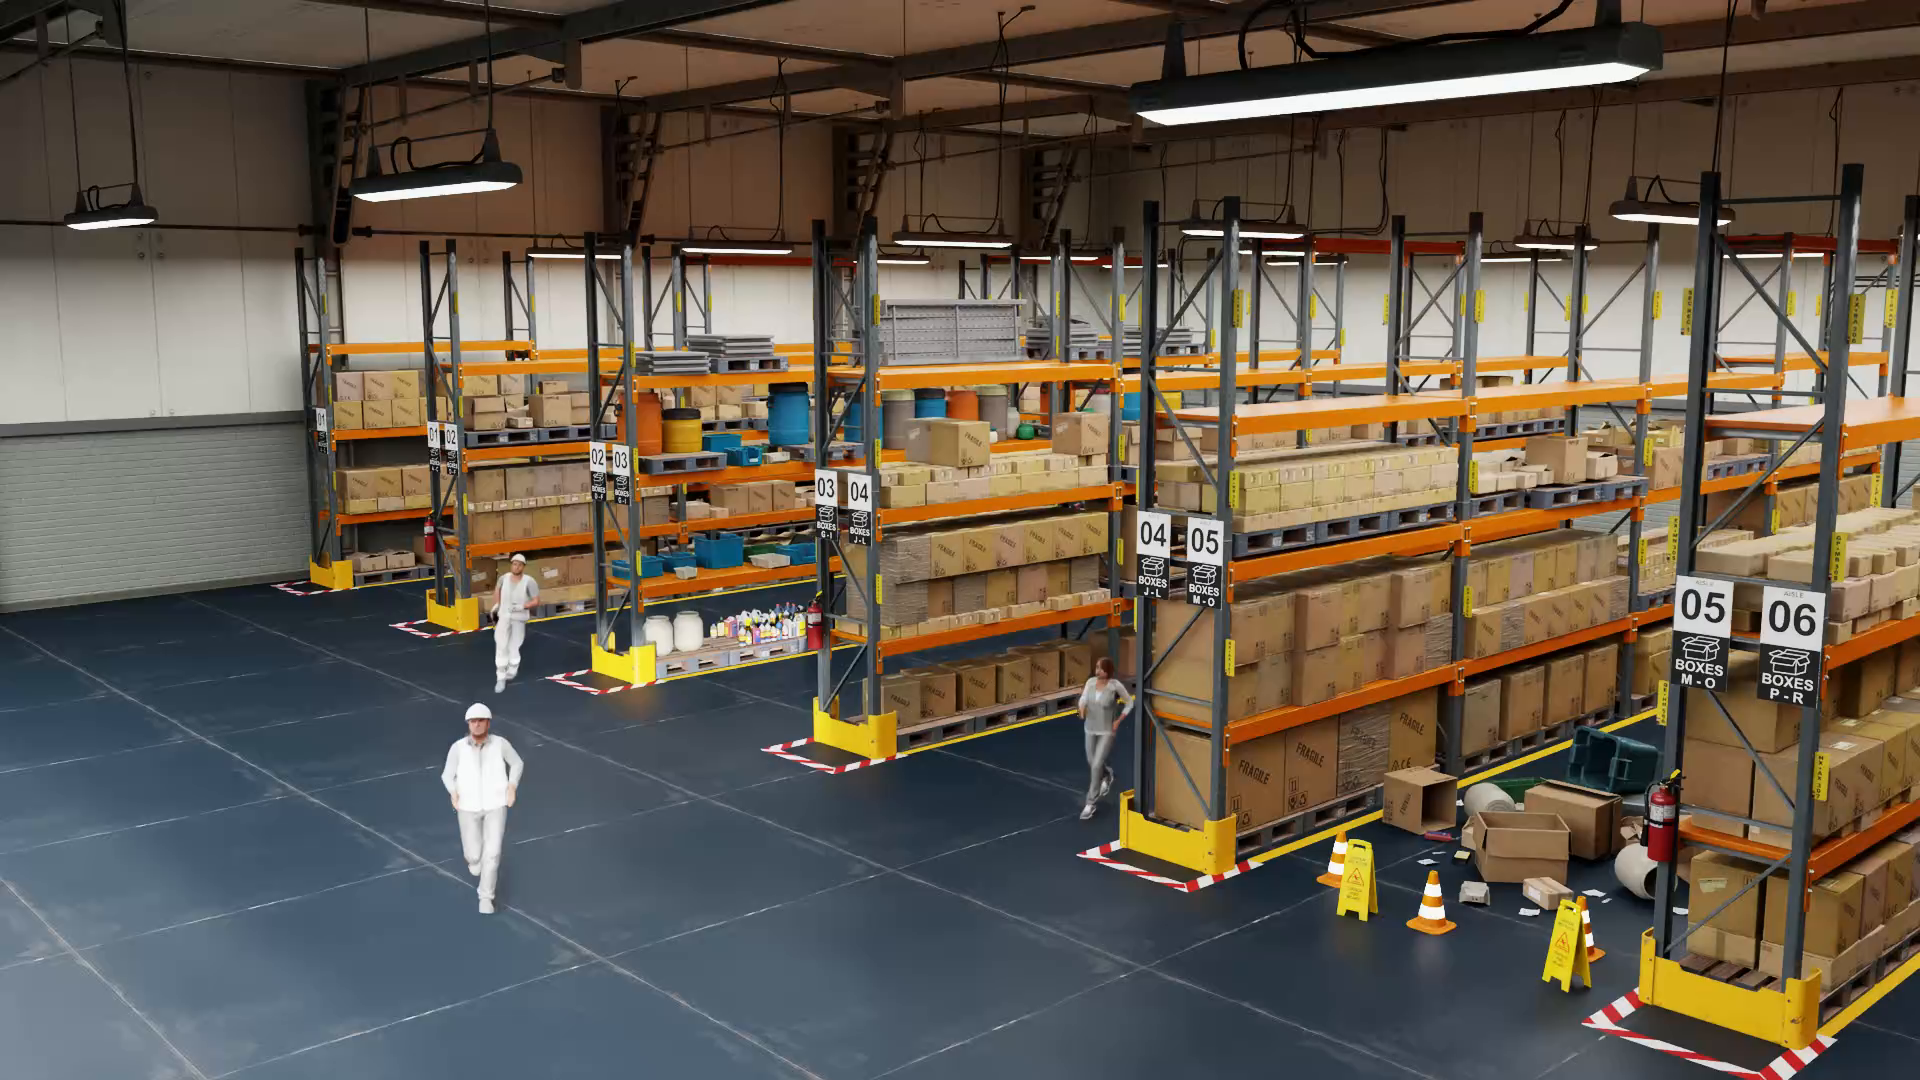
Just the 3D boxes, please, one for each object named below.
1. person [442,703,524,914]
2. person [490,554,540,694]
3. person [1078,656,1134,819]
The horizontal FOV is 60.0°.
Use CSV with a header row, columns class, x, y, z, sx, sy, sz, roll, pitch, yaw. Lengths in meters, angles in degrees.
class,x,y,z,sx,sy,sz,roll,pitch,yaw
person,-4.061,2.253,14.195,0.677,1.737,0.808,-2,9,-14
person,-5.890,1.068,21.975,0.681,1.772,0.820,-1,8,-4
person,1.448,1.945,16.728,0.542,1.603,0.782,5,10,32
